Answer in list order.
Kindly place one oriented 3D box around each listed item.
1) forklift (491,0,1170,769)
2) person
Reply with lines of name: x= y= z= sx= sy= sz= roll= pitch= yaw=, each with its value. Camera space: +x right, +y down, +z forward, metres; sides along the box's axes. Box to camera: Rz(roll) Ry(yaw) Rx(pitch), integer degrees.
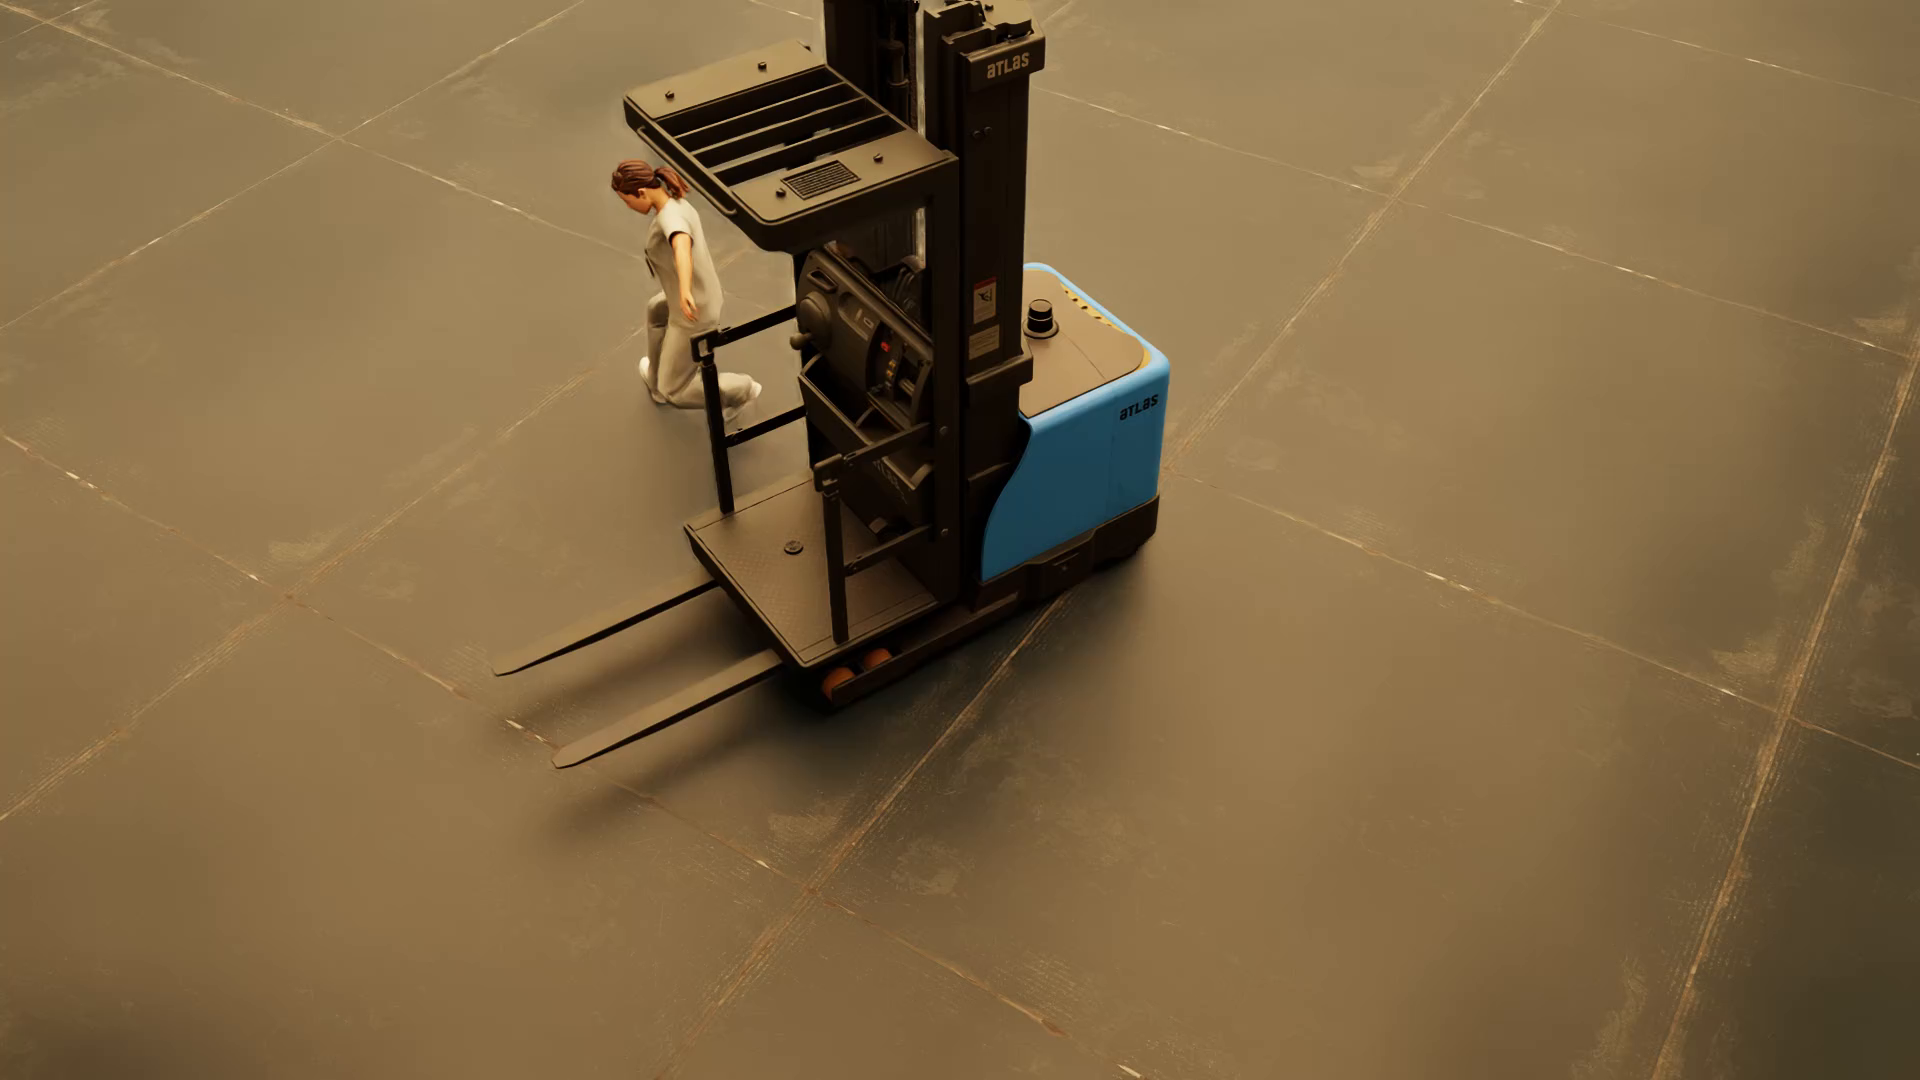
forklift: x=-0.565 y=-0.763 z=6.653 sx=3.031 sy=2.935 sz=1.130 roll=-25 pitch=49 yaw=-24
person: x=-1.372 y=-1.105 z=8.093 sx=0.705 sy=1.450 sz=1.063 roll=1 pitch=43 yaw=1
